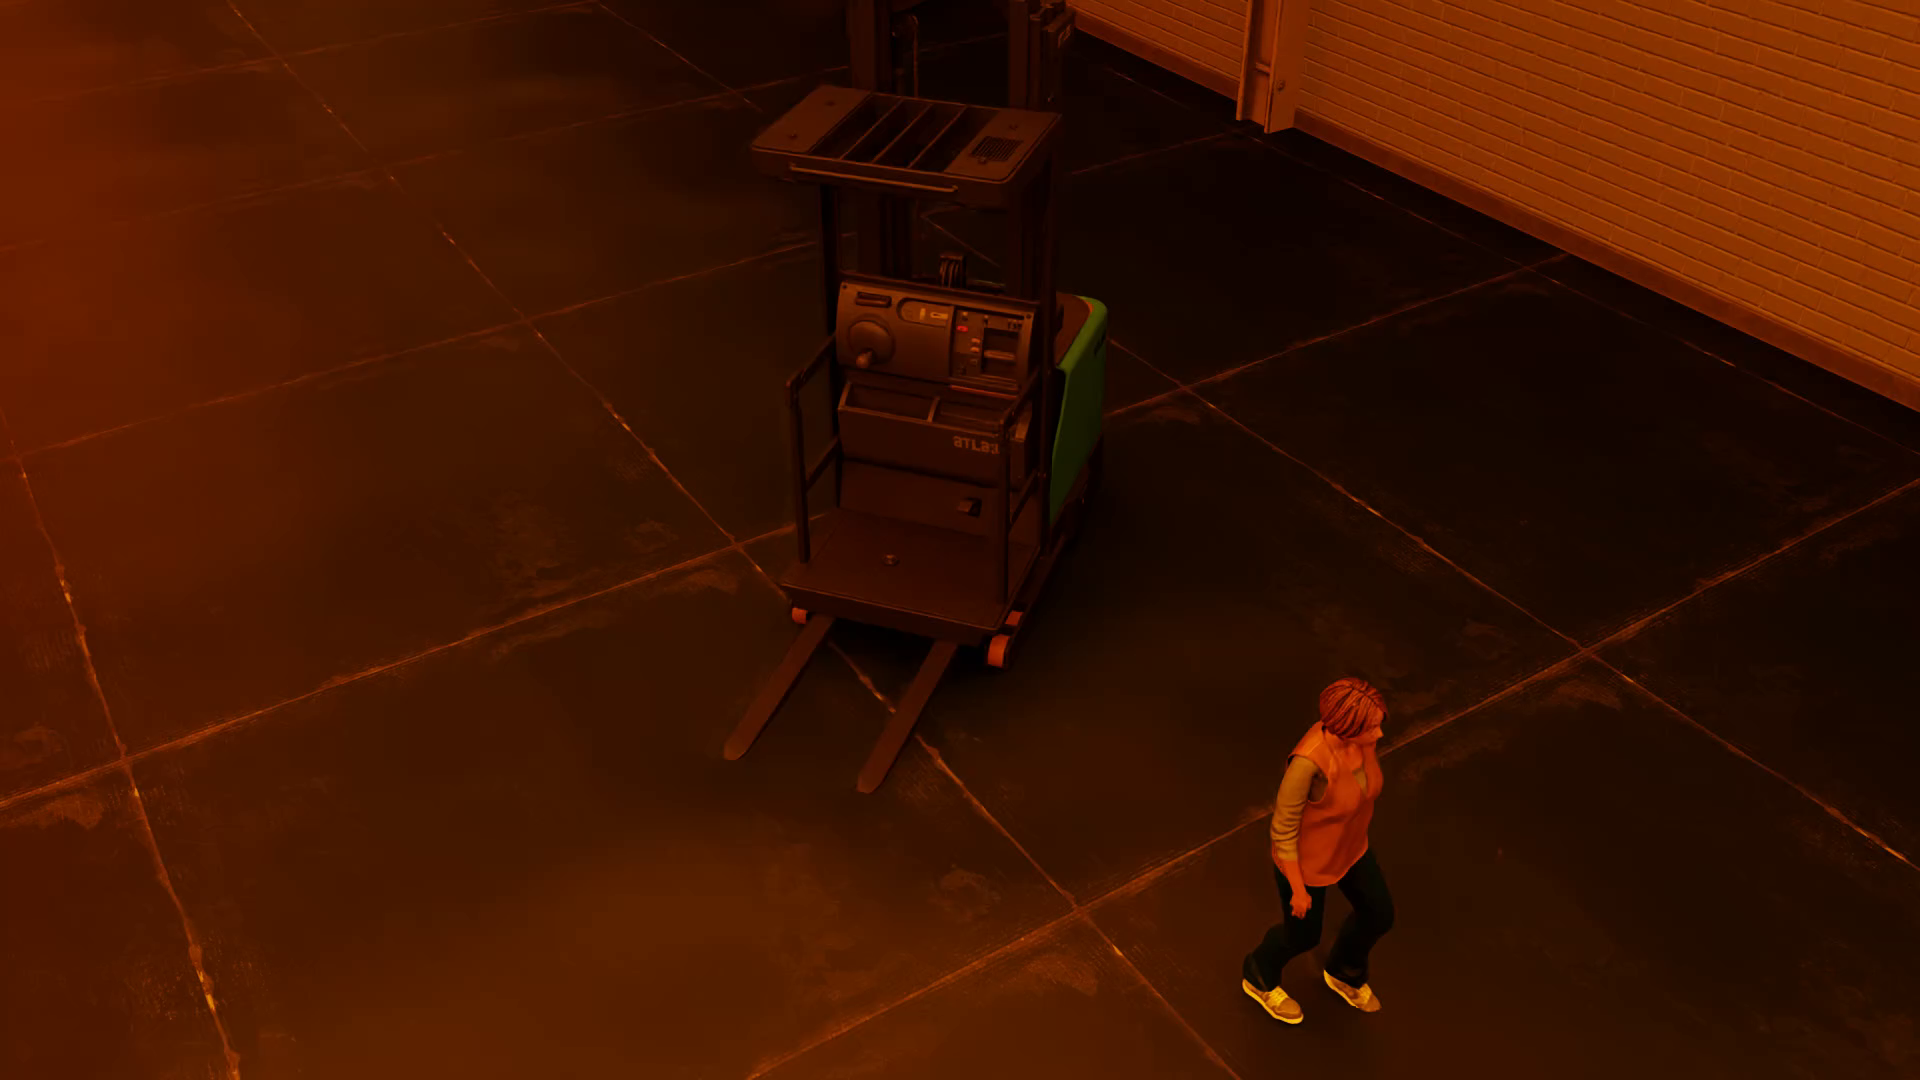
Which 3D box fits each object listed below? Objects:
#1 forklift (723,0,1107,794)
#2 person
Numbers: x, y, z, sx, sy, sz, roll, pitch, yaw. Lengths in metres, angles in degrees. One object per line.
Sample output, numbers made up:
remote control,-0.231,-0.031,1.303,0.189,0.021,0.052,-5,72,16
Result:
forklift,-0.187,-0.859,7.370,1.130,2.935,3.031,11,37,16
person,1.264,1.120,5.779,0.510,1.627,0.459,-29,44,-35
